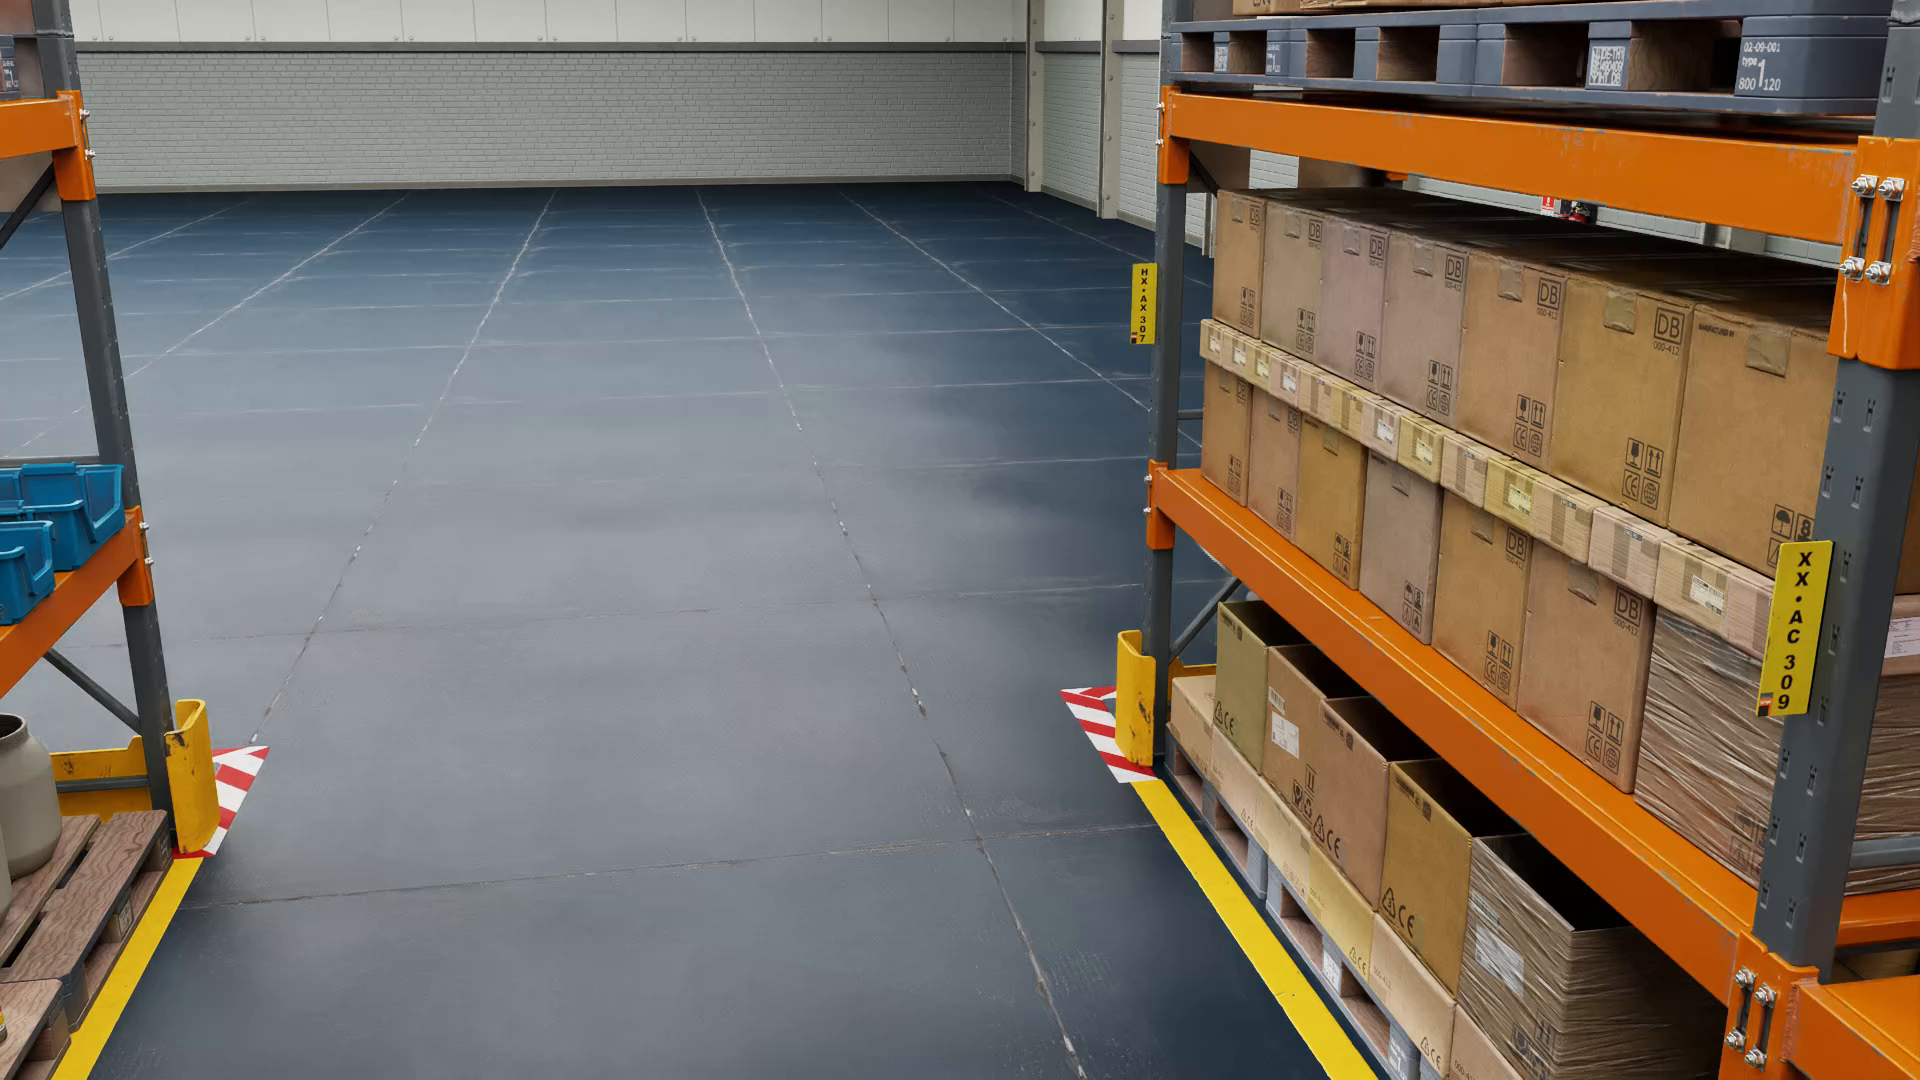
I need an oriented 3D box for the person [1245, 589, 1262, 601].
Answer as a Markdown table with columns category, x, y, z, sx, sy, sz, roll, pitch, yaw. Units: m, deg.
| category | x | y | z | sx | sy | sz | roll | pitch | yaw |
| --- | --- | --- | --- | --- | --- | --- | --- | --- | --- |
| person | 1.647 | 0.122 | 8.318 | 0.907 | 0.990 | 0.453 | -2 | 17 | -6 |
